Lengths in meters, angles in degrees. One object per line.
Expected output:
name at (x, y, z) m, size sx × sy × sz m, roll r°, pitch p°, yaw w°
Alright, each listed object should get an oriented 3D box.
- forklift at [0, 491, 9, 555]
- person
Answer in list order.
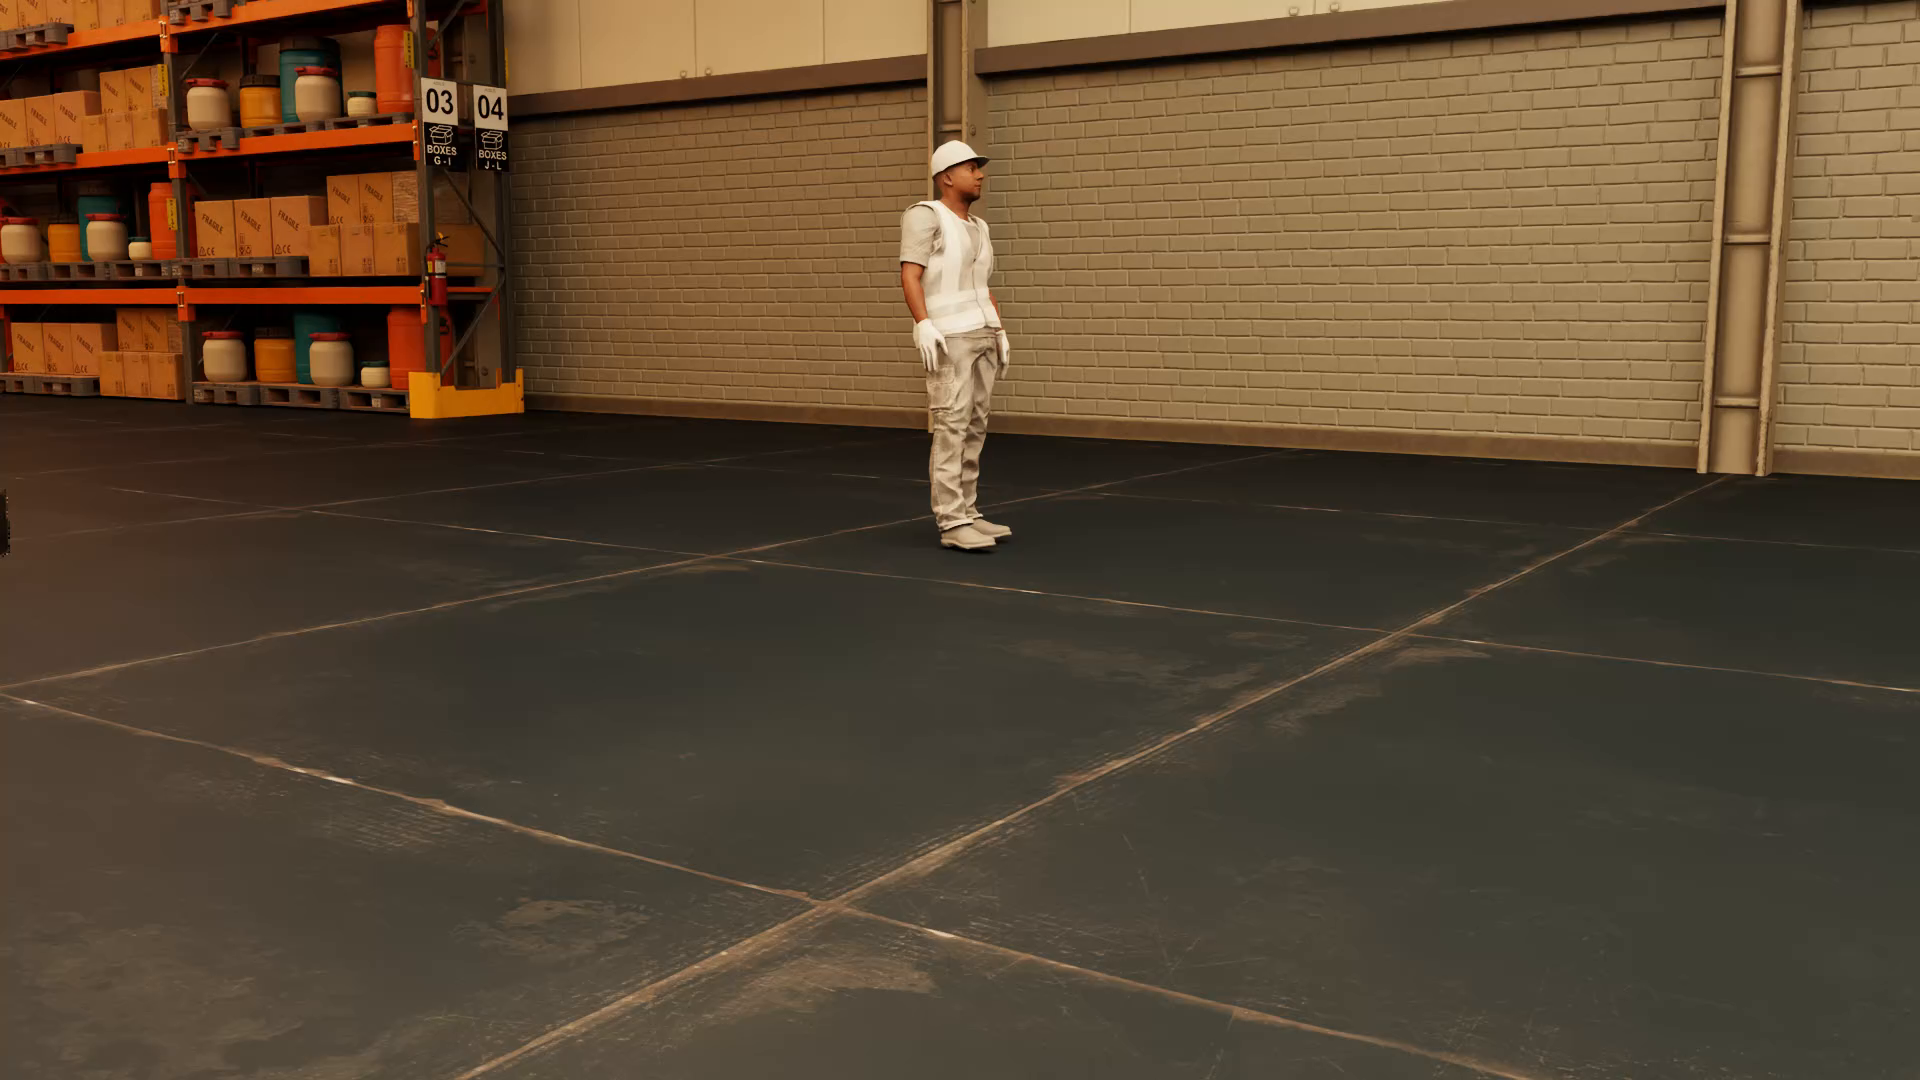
forklift at (-5.204, -1.216, 5.746) m, size 3.031 × 2.935 × 1.130 m, roll -3°, pitch 8°, yaw -17°
person at (0.054, -0.883, 7.430) m, size 0.577 × 1.782 × 0.656 m, roll 5°, pitch 10°, yaw 34°
